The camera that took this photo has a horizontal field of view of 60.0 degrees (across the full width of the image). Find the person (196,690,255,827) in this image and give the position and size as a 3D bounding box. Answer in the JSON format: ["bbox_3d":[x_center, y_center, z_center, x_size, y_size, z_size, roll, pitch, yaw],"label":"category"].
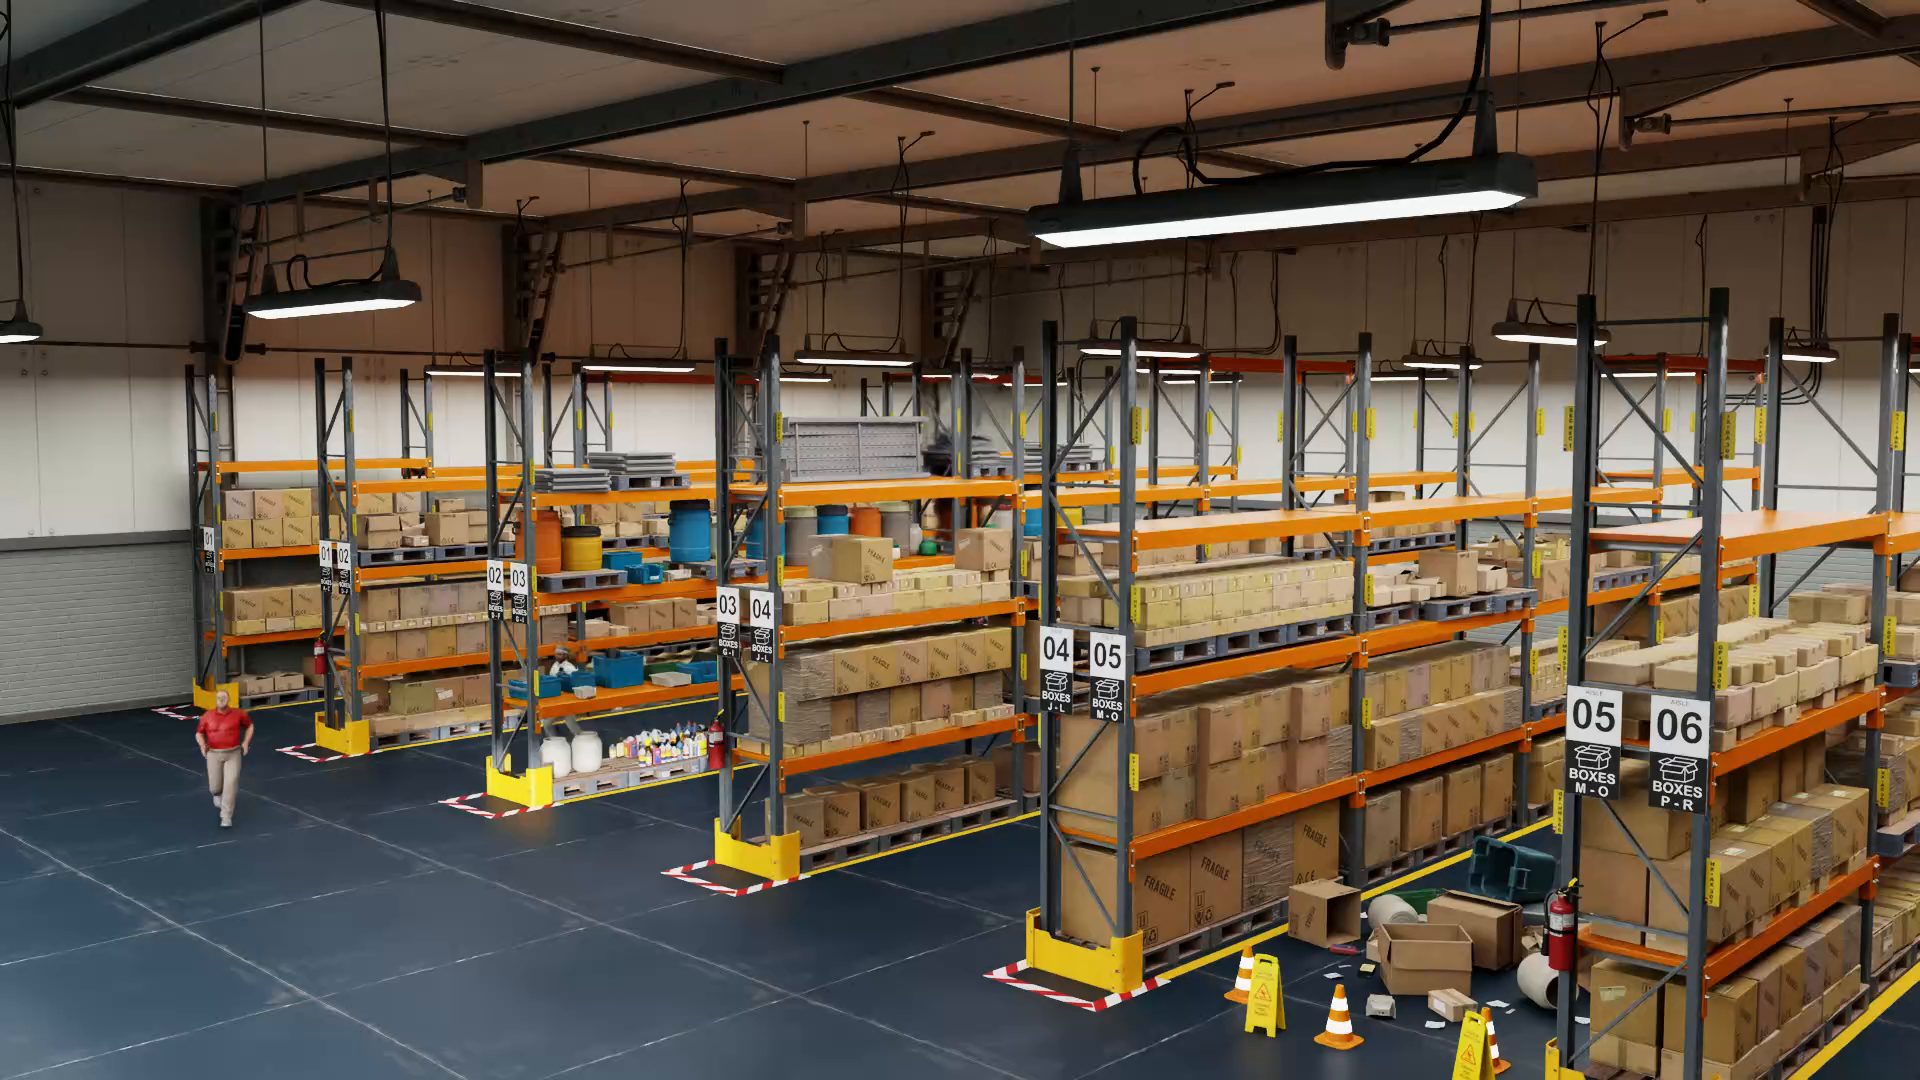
[{"bbox_3d":[-9.248,2.725,20.944,0.677,1.678,0.835,-2,5,-20],"label":"person"}]

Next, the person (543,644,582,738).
[{"bbox_3d":[-5.927,2.419,24.821,0.547,1.756,0.777,2,5,28],"label":"person"}]
